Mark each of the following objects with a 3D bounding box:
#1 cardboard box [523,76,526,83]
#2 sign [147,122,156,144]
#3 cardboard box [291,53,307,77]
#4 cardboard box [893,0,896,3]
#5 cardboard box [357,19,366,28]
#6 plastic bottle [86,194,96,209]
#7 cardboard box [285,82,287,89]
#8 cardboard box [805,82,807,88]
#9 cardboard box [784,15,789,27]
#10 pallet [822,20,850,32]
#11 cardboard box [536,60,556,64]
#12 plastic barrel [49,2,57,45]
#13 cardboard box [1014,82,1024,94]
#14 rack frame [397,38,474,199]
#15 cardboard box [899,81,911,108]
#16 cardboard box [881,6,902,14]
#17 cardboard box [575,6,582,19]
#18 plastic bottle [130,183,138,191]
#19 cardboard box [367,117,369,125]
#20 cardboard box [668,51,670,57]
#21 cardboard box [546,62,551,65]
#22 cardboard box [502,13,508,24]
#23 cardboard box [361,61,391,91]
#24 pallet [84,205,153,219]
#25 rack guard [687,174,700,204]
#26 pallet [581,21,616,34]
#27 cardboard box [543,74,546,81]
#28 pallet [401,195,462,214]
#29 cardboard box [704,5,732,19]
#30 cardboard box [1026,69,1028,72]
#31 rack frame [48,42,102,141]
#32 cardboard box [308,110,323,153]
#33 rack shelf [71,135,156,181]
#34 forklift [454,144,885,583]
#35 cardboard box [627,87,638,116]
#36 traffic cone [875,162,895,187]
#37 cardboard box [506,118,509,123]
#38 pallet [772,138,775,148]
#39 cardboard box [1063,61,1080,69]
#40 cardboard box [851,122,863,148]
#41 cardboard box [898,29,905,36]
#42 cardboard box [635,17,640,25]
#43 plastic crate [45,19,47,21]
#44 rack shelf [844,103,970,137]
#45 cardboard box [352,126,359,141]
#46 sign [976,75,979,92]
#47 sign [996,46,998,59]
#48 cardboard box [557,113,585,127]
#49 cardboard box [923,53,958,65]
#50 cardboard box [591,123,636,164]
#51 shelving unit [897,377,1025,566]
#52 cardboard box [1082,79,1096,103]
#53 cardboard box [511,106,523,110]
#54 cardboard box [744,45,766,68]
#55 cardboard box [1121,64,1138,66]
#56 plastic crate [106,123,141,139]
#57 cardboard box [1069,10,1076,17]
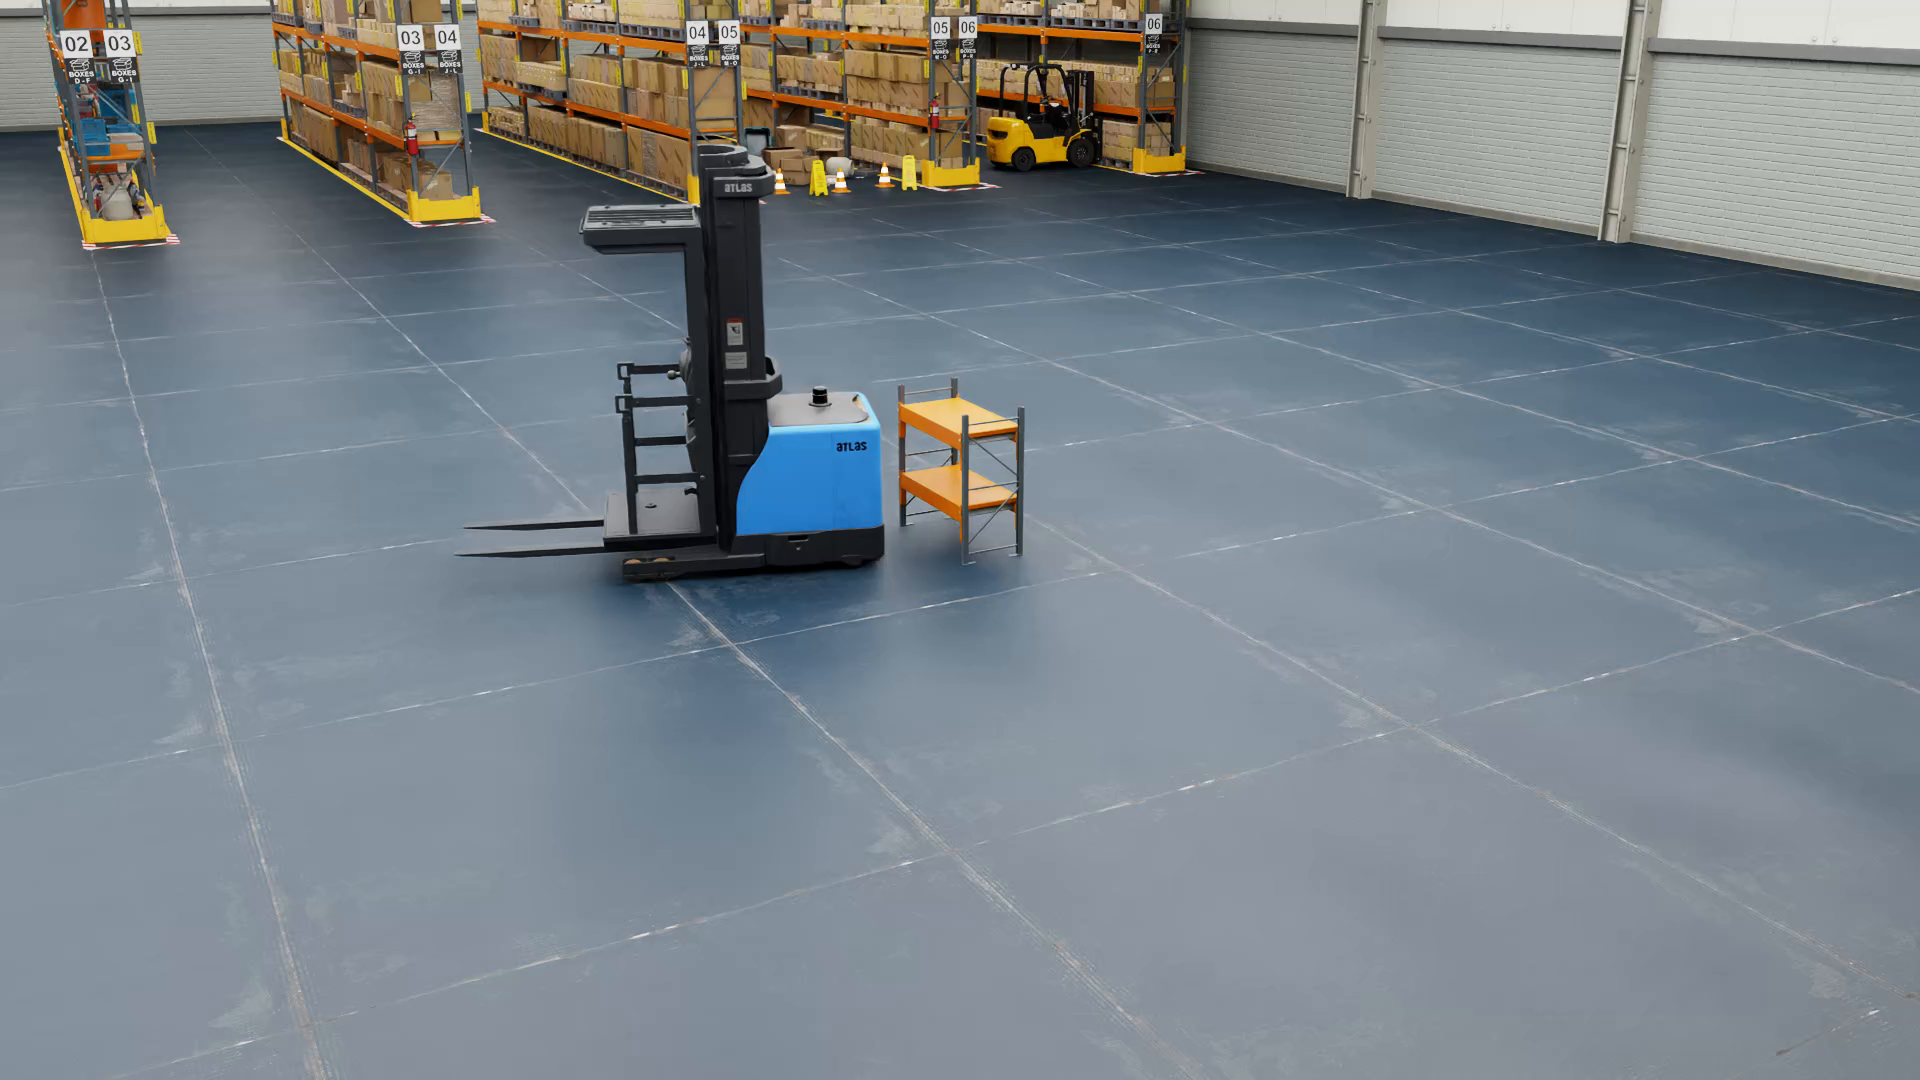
[{"bbox_3d":[-10.118,-10.896,39.352,0.380,0.149,0.250,-10,21,-26],"label":"cardboard box"},{"bbox_3d":[-12.740,-6.415,26.201,0.100,0.325,0.005,-10,21,-27],"label":"sign"},{"bbox_3d":[-15.253,-11.072,38.744,0.500,0.500,0.500,-10,21,-26],"label":"cardboard box"},{"bbox_3d":[-1.532,-14.184,43.672,0.380,0.149,0.250,-10,21,-26],"label":"cardboard box"},{"bbox_3d":[-10.883,-9.511,30.615,0.380,0.149,0.250,-11,22,-28],"label":"cardboard box"},{"bbox_3d":[-14.645,-5.697,28.043,0.152,0.276,0.135,-11,22,-28],"label":"plastic bottle"},{"bbox_3d":[-16.217,-11.068,40.492,0.380,0.149,0.250,-10,22,-27],"label":"cardboard box"},{"bbox_3d":[-3.296,-10.371,37.829,0.380,0.149,0.250,-9,21,-25],"label":"cardboard box"},{"bbox_3d":[-3.823,-11.964,38.312,0.396,0.266,0.258,-10,21,-27],"label":"cardboard box"},{"bbox_3d":[-2.244,-11.174,36.105,1.213,0.211,1.003,-10,21,-27],"label":"pallet"},{"bbox_3d":[-10.166,-11.521,40.812,0.500,0.500,0.500,-10,22,-28],"label":"cardboard box"},{"bbox_3d":[-15.558,-9.116,29.085,0.600,0.901,0.708,-10,21,-27],"label":"plastic barrel"},{"bbox_3d":[1.608,-10.598,38.975,0.500,0.250,0.500,-10,21,-27],"label":"cardboard box"},{"bbox_3d":[-8.867,-6.968,28.226,1.000,3.000,0.127,-10,21,-27],"label":"rack frame"},{"bbox_3d":[-0.880,-8.948,33.356,0.500,0.500,0.500,-10,21,-27],"label":"cardboard box"},{"bbox_3d":[-1.372,-10.753,33.759,0.380,0.149,0.250,-10,21,-26],"label":"cardboard box"},{"bbox_3d":[-7.865,-11.211,35.356,0.500,0.250,0.500,-9,21,-25],"label":"cardboard box"},{"bbox_3d":[-14.321,-6.017,28.856,0.144,0.351,0.185,-10,21,-27],"label":"plastic bottle"},{"bbox_3d":[-10.929,-7.889,31.281,0.380,0.149,0.250,-10,21,-27],"label":"cardboard box"},{"bbox_3d":[-7.766,-13.434,45.278,0.500,0.500,0.500,-11,22,-28],"label":"cardboard box"},{"bbox_3d":[-9.662,-11.351,39.757,0.380,0.149,0.250,-11,22,-28],"label":"cardboard box"},{"bbox_3d":[-10.850,-12.743,40.594,0.500,0.250,0.500,-10,21,-27],"label":"cardboard box"},{"bbox_3d":[-10.777,-8.608,30.837,0.500,0.500,0.500,-10,21,-27],"label":"cardboard box"},{"bbox_3d":[-14.260,-5.481,28.191,1.003,0.211,1.213,-10,21,-27],"label":"pallet"},{"bbox_3d":[-4.443,-6.519,30.756,1.175,0.500,0.348,-10,21,-27],"label":"rack guard"},{"bbox_3d":[-7.367,-10.835,35.124,1.003,0.211,1.213,-9,21,-24],"label":"pallet"},{"bbox_3d":[-9.262,-10.519,37.801,0.380,0.149,0.250,-10,21,-27],"label":"cardboard box"},{"bbox_3d":[-9.258,-5.910,29.436,1.003,0.211,1.213,-10,21,-27],"label":"pallet"},{"bbox_3d":[-4.457,-9.619,30.287,0.500,0.250,0.500,-10,21,-27],"label":"cardboard box"},{"bbox_3d":[1.756,-10.988,38.729,0.380,0.149,0.250,-10,21,-27],"label":"cardboard box"},{"bbox_3d":[-20.824,-10.794,39.313,1.000,3.000,0.127,-10,21,-27],"label":"rack frame"},{"bbox_3d":[-13.819,-9.170,37.221,1.225,0.875,0.875,-11,22,-29],"label":"cardboard box"},{"bbox_3d":[-14.176,-6.435,27.784,1.077,0.370,4.000,-10,21,-27],"label":"rack shelf"},{"bbox_3d":[-2.116,-1.266,11.807,3.031,2.935,1.130,-3,19,-10],"label":"forklift"},{"bbox_3d":[-6.168,-8.822,33.370,0.875,0.550,0.550,-10,21,-27],"label":"cardboard box"},{"bbox_3d":[-1.485,-7.227,32.867,0.336,0.463,0.334,-10,21,-27],"label":"traffic cone"},{"bbox_3d":[-11.353,-10.734,42.411,0.380,0.149,0.250,-9,21,-24],"label":"cardboard box"},{"bbox_3d":[-4.253,-9.719,40.474,1.003,0.211,1.213,-10,21,-27],"label":"pallet"},{"bbox_3d":[2.544,-10.645,37.279,0.380,0.149,0.250,-10,22,-28],"label":"cardboard box"},{"bbox_3d":[-2.003,-8.693,35.648,0.500,0.500,0.500,-9,21,-24],"label":"cardboard box"},{"bbox_3d":[-1.026,-10.156,33.252,0.380,0.149,0.250,-10,21,-27],"label":"cardboard box"},{"bbox_3d":[-5.995,-9.951,31.862,0.380,0.149,0.250,-10,22,-28],"label":"cardboard box"},{"bbox_3d":[-19.638,-11.196,36.138,0.416,0.233,0.300,-10,21,-27],"label":"plastic crate"},{"bbox_3d":[-1.095,-8.737,34.455,1.077,0.370,4.000,-10,21,-27],"label":"rack shelf"},{"bbox_3d":[-12.321,-8.458,34.551,0.500,0.250,0.500,-9,21,-24],"label":"cardboard box"},{"bbox_3d":[0.332,-8.996,32.777,0.100,0.325,0.005,-10,21,-27],"label":"sign"},{"bbox_3d":[0.909,-12.204,41.624,0.100,0.325,0.005,-10,21,-27],"label":"sign"},{"bbox_3d":[-8.808,-9.531,37.692,0.500,0.250,0.500,-11,22,-28],"label":"cardboard box"},{"bbox_3d":[-0.516,-12.257,42.750,0.797,0.503,0.637,-11,22,-28],"label":"cardboard box"},{"bbox_3d":[-7.182,-8.432,35.275,1.050,0.750,0.750,-10,21,-27],"label":"cardboard box"},{"bbox_3d":[-0.003,-0.534,12.454,0.538,1.125,1.048,-10,21,-27],"label":"shelving unit"},{"bbox_3d":[3.026,-9.861,36.456,0.500,0.500,0.500,-10,21,-26],"label":"cardboard box"},{"bbox_3d":[-11.509,-11.239,43.417,0.380,0.149,0.250,-10,21,-26],"label":"cardboard box"},{"bbox_3d":[-4.901,-11.717,40.302,0.500,0.500,0.500,-10,21,-27],"label":"cardboard box"},{"bbox_3d":[3.728,-10.286,36.239,0.380,0.149,0.250,-11,22,-28],"label":"cardboard box"},{"bbox_3d":[-14.361,-7.003,28.556,0.499,0.251,0.616,-10,21,-27],"label":"plastic crate"},{"bbox_3d":[2.632,-11.570,36.551,0.380,0.149,0.250,-9,21,-25],"label":"cardboard box"}]
